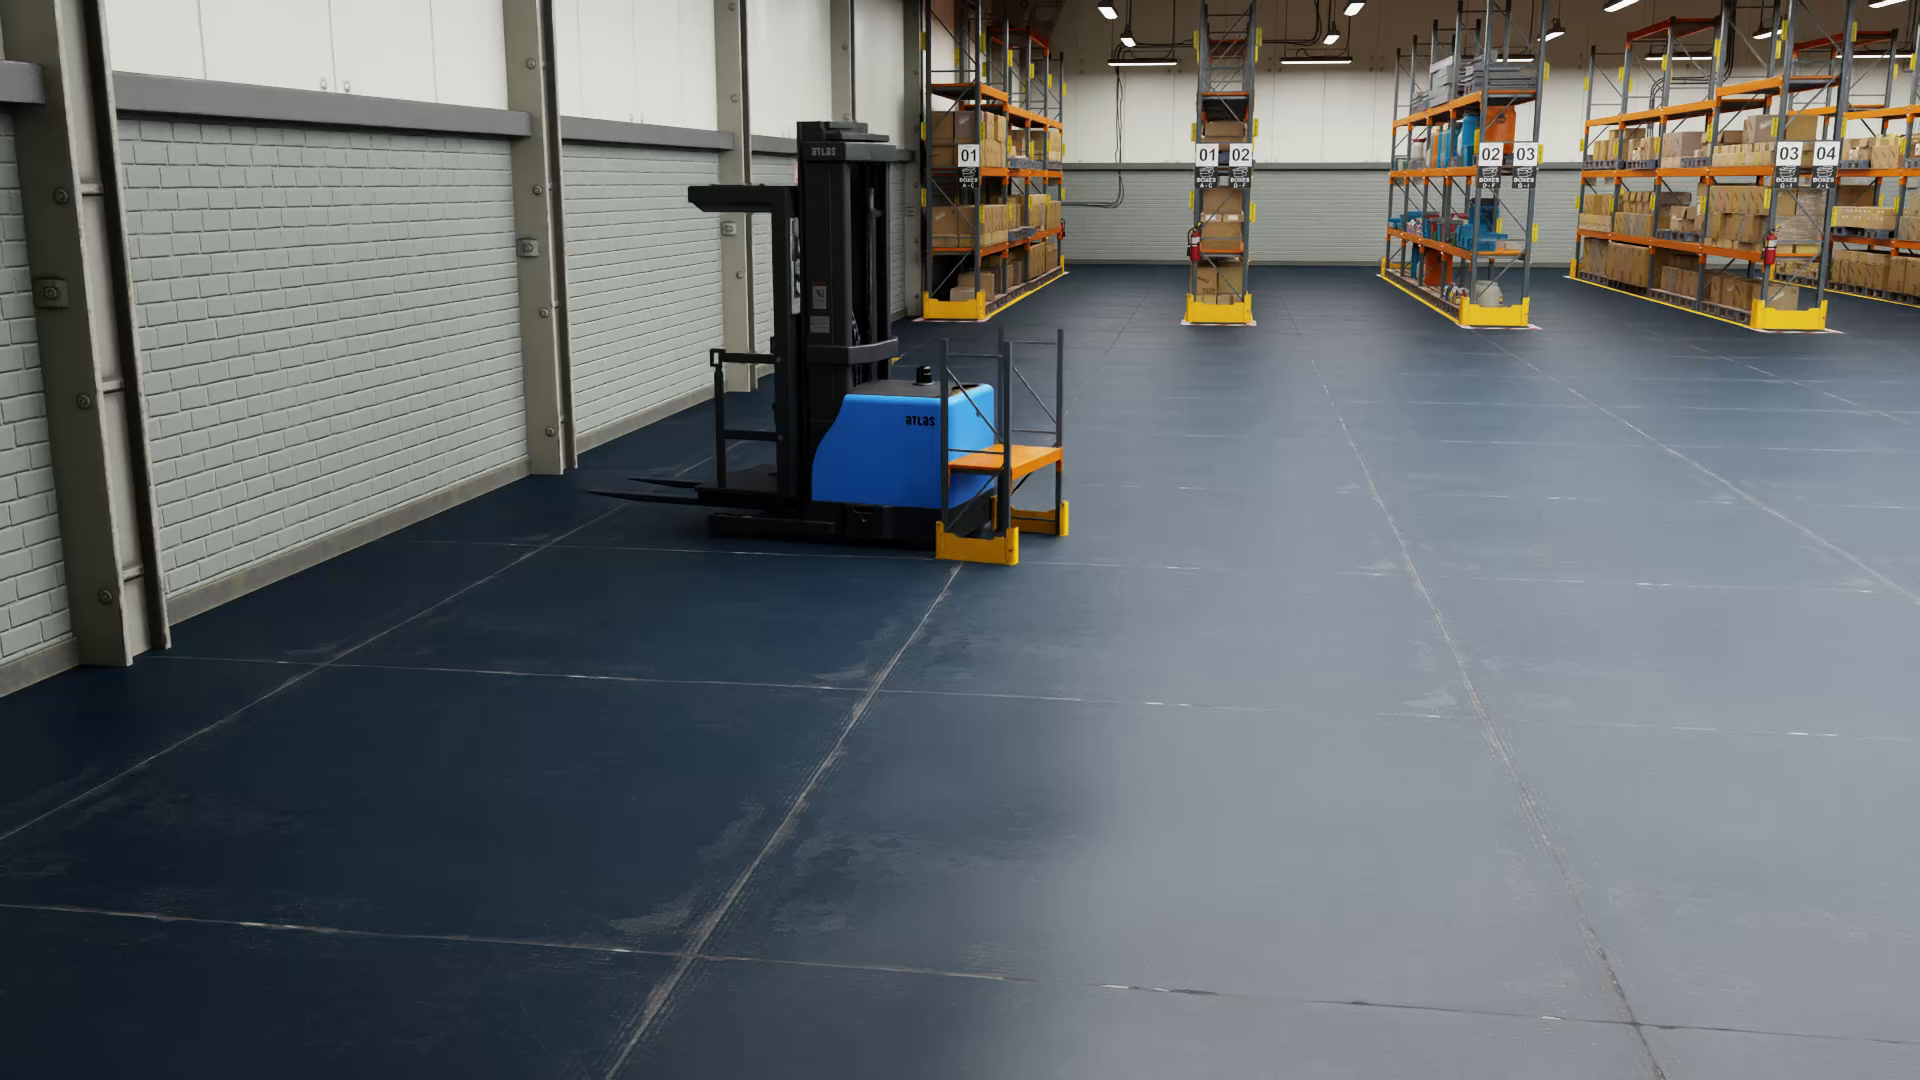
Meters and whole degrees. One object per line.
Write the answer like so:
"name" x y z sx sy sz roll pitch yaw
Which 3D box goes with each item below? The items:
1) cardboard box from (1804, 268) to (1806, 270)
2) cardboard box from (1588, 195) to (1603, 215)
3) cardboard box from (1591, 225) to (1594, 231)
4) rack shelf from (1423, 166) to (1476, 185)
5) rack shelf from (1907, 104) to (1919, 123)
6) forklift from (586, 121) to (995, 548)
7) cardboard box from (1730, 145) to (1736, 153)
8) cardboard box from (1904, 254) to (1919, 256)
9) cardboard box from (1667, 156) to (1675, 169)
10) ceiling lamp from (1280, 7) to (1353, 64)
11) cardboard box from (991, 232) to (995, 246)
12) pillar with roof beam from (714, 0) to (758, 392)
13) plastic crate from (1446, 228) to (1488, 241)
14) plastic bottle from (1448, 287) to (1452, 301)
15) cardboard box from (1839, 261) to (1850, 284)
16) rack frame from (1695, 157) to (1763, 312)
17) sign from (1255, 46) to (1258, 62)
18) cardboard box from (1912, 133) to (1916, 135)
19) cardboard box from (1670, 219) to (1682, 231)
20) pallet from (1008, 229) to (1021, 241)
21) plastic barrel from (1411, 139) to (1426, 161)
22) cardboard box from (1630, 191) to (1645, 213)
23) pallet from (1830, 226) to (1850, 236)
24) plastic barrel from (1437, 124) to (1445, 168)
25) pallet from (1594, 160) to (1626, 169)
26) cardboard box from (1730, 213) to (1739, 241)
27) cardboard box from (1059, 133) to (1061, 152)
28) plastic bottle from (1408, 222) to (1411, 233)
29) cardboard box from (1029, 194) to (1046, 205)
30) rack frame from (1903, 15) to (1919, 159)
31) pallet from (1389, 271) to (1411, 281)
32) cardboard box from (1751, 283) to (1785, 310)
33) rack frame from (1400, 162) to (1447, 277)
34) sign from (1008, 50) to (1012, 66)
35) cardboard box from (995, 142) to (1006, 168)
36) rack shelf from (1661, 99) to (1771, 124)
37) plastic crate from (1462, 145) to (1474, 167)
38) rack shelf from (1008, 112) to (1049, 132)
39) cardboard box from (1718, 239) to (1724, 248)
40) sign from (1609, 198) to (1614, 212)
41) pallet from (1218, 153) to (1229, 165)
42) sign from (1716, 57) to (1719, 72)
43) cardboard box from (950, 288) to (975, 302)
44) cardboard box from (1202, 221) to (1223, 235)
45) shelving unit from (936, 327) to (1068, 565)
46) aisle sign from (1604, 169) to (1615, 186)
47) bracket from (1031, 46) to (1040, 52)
"cardboard box" 21.292 -6.799 41.488 0.380 0.149 0.250 1 12 6
"cardboard box" 16.526 -8.645 42.859 0.500 0.500 0.500 2 12 7
"cardboard box" 16.402 -8.004 42.608 0.380 0.149 0.250 2 12 7
"rack shelf" 10.586 -7.703 35.206 1.077 0.370 4.000 2 12 9
"rack shelf" 20.365 -8.632 33.344 1.077 0.370 4.000 2 12 9
"forklift" -1.312 -1.544 12.202 3.031 2.935 1.130 4 13 19
"cardboard box" 14.659 -7.324 31.146 0.380 0.149 0.250 2 12 8
"cardboard box" 21.018 -6.149 36.560 0.500 0.250 0.500 1 12 6
"cardboard box" 15.384 -8.041 35.422 0.500 0.250 0.500 2 12 10
"ceiling lamp" 10.114 -15.095 46.820 2.000 3.185 0.800 2 12 9
"cardboard box" 0.413 -5.903 32.573 0.500 0.250 0.500 2 12 8
"pillar with roof beam" 1.535 -6.130 19.076 9.100 9.000 0.400 2 12 9
"plastic crate" 10.072 -6.037 33.035 0.767 0.338 0.504 2 12 9
"plastic bottle" 9.648 -4.833 32.702 0.061 0.283 0.133 2 12 11
"cardboard box" 20.833 -6.224 38.688 0.500 0.500 0.500 2 12 11
"rack frame" 15.172 -6.012 32.770 1.000 3.000 0.127 2 12 9
"sign" 5.929 -9.777 33.409 0.100 0.325 0.005 2 12 9
"cardboard box" 21.087 -8.789 36.483 0.396 0.266 0.258 2 12 9
"cardboard box" 15.302 -6.635 35.021 0.500 0.250 0.500 2 12 7
"pallet" 0.750 -6.554 35.741 1.003 0.211 1.213 2 12 9
"plastic barrel" 11.180 -9.474 40.397 0.433 0.535 0.433 0 12 0
"cardboard box" 16.195 -7.941 39.102 0.797 0.503 0.637 2 12 9
"pallet" 21.027 -7.247 38.958 1.003 0.211 1.213 2 12 9
"plastic barrel" 10.343 -8.269 34.933 0.600 0.901 0.708 2 12 9
"pallet" 16.729 -9.524 42.154 1.003 0.211 1.213 2 12 9
"cardboard box" 14.835 -5.802 30.850 0.875 0.500 0.500 2 12 9
"cardboard box" 2.492 -10.844 45.413 0.500 0.500 0.500 2 12 8
"plastic bottle" 11.005 -7.617 40.512 0.152 0.276 0.135 2 12 9
"cardboard box" 1.900 -8.624 42.119 0.500 0.250 0.500 2 12 10
"rack frame" 20.673 -9.596 35.158 1.000 3.000 0.127 2 12 9
"pallet" 11.768 -6.884 43.434 1.003 0.211 1.213 2 12 9
"cardboard box" 14.728 -4.418 30.309 0.500 0.500 0.500 5 13 23
"rack frame" 11.508 -7.838 41.242 1.000 3.000 0.127 2 12 9
"sign" 1.022 -9.900 34.166 0.100 0.325 0.005 2 12 9
"cardboard box" 0.655 -7.905 34.148 0.500 0.500 0.500 2 12 10
"rack shelf" 15.480 -8.814 34.188 1.077 0.370 4.000 2 12 9
"plastic crate" 9.659 -7.205 31.224 0.392 0.384 0.575 2 12 9
"rack shelf" 1.412 -10.128 40.286 1.077 0.370 4.000 2 12 9
"cardboard box" 14.671 -5.647 31.671 0.380 0.149 0.250 2 12 9
"sign" 15.854 -8.157 40.480 0.100 0.325 0.005 2 12 9
"pallet" 5.089 -7.325 31.953 1.003 0.211 1.213 2 12 9
"sign" 16.325 -10.257 35.823 0.100 0.325 0.005 2 12 9
"cardboard box" 0.069 -4.703 32.032 0.500 0.311 0.500 0 12 2
"cardboard box" 4.930 -5.756 31.346 0.700 0.500 0.500 2 12 10
"shelving unit" 0.312 -0.689 11.631 0.587 1.500 1.083 5 13 23
"aisle sign" 17.325 -9.786 44.112 0.394 0.787 0.004 2 12 9
"bracket" 2.182 -14.176 47.868 0.235 0.232 0.430 2 12 9
